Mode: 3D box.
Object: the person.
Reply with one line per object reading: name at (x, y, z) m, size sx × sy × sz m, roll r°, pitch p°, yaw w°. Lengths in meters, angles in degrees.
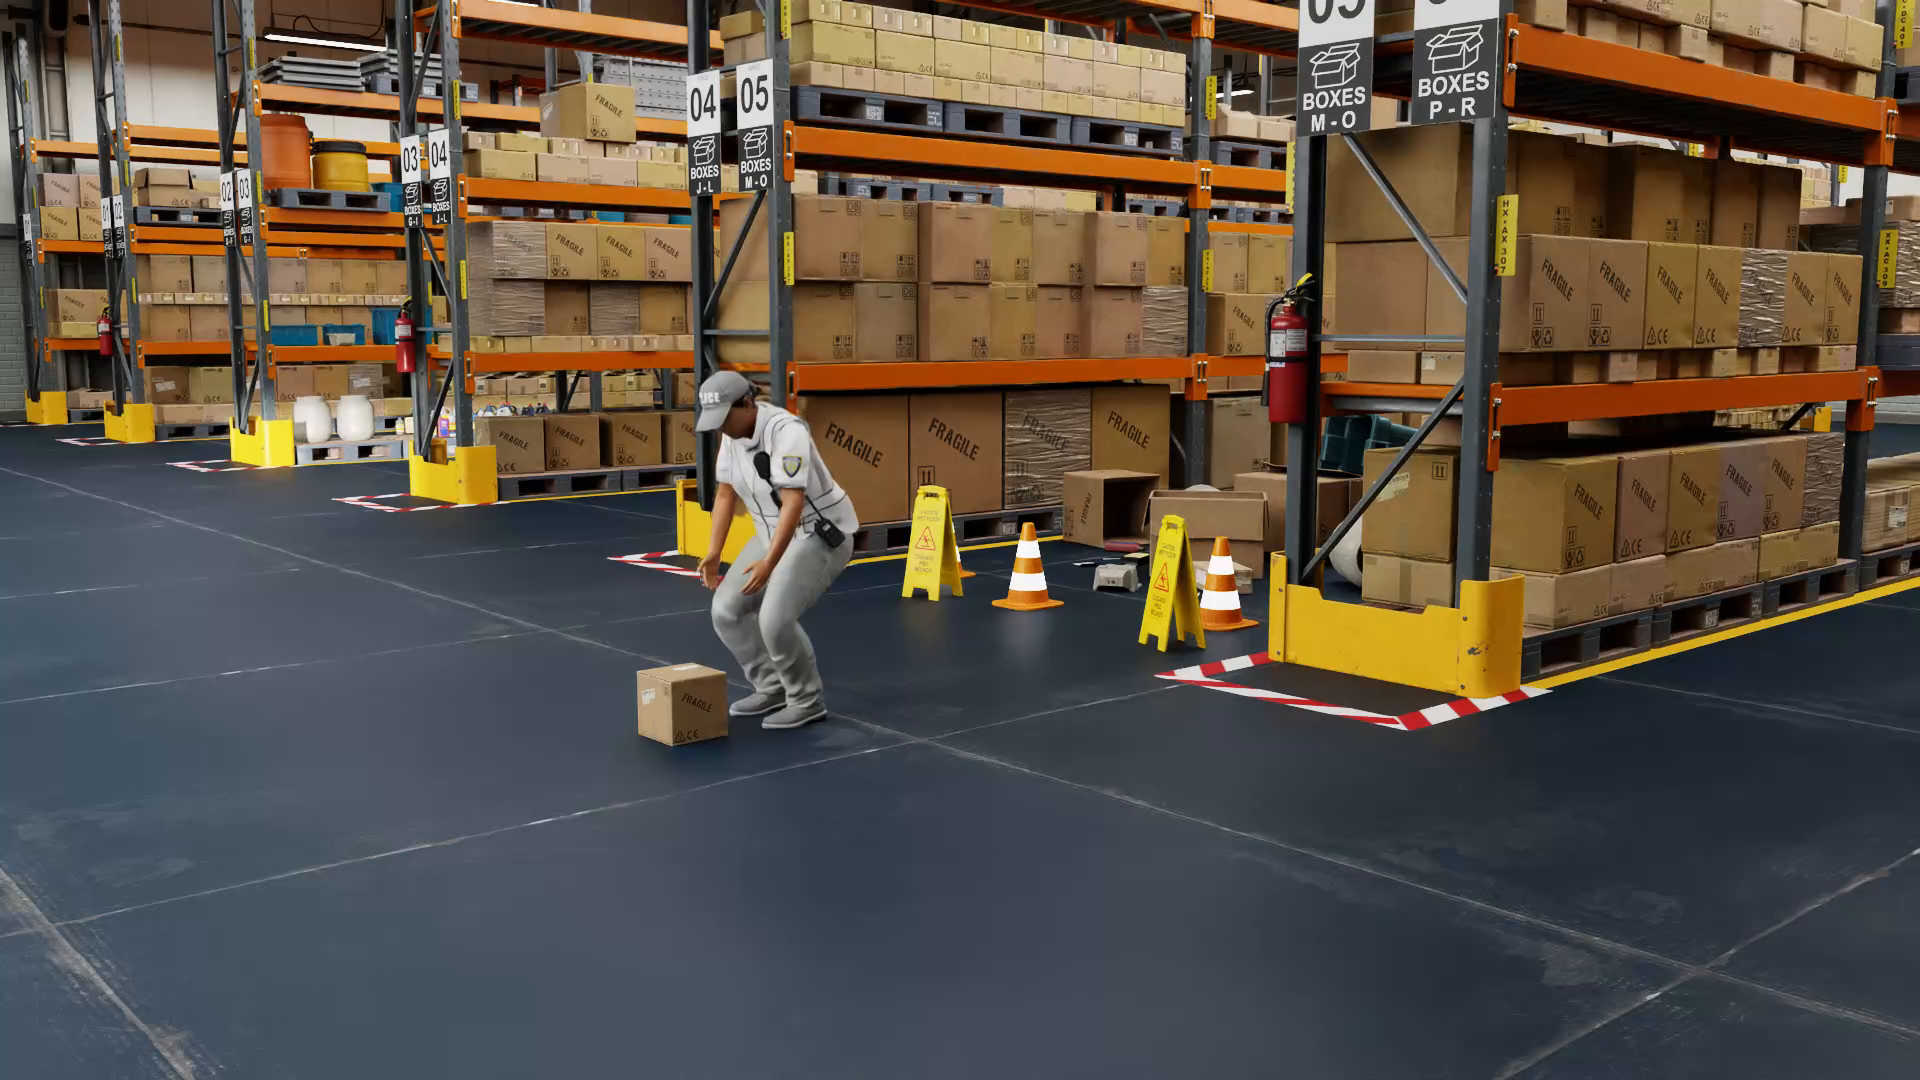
person at (-0.731, 0.030, 6.582) m, size 0.710 × 1.406 × 0.533 m, roll -6°, pitch 10°, yaw -40°
